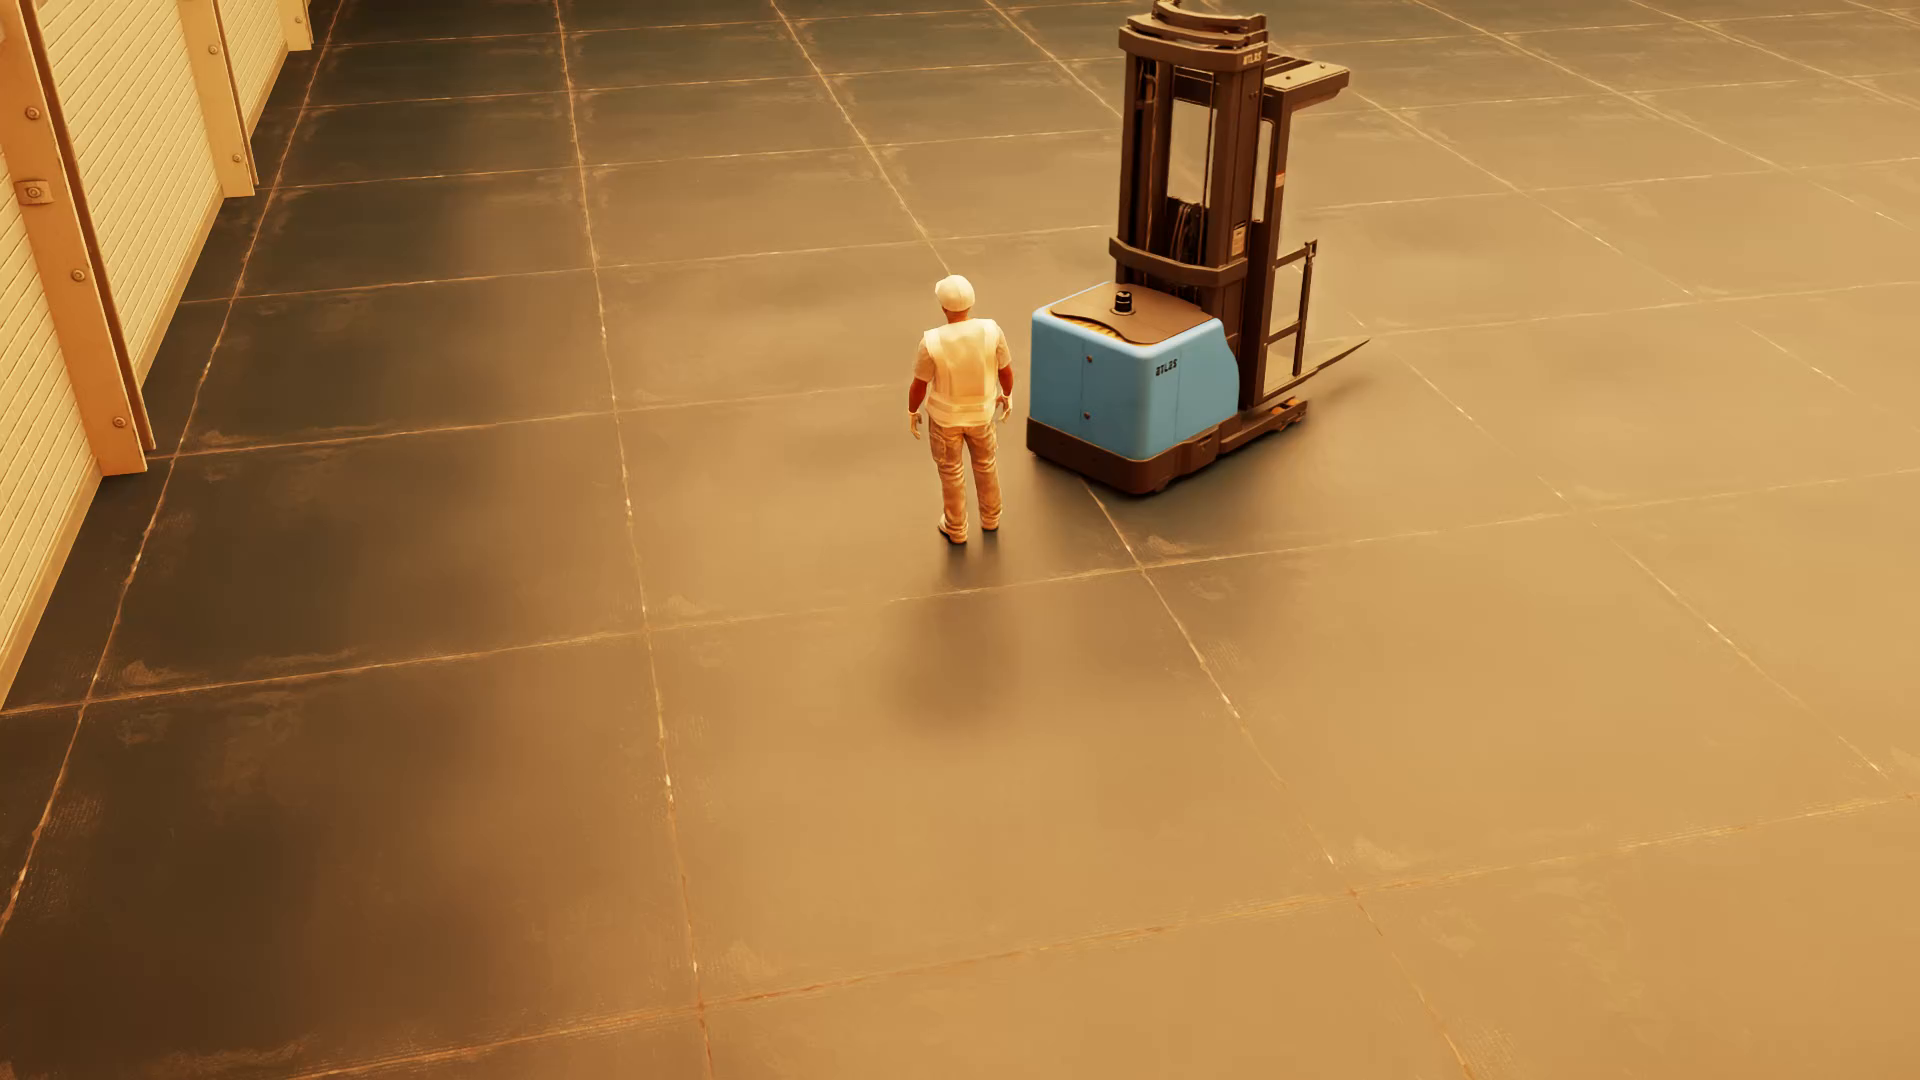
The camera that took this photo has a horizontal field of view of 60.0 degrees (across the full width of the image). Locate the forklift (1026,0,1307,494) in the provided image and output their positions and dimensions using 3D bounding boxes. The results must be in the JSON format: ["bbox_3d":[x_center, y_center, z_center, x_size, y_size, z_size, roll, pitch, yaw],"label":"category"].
[{"bbox_3d":[1.850,-2.208,11.388,1.130,2.935,3.031,26,39,37],"label":"forklift"}]

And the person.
[{"bbox_3d":[-0.008,-0.798,10.121,0.656,1.745,0.577,-7,31,-12],"label":"person"}]
